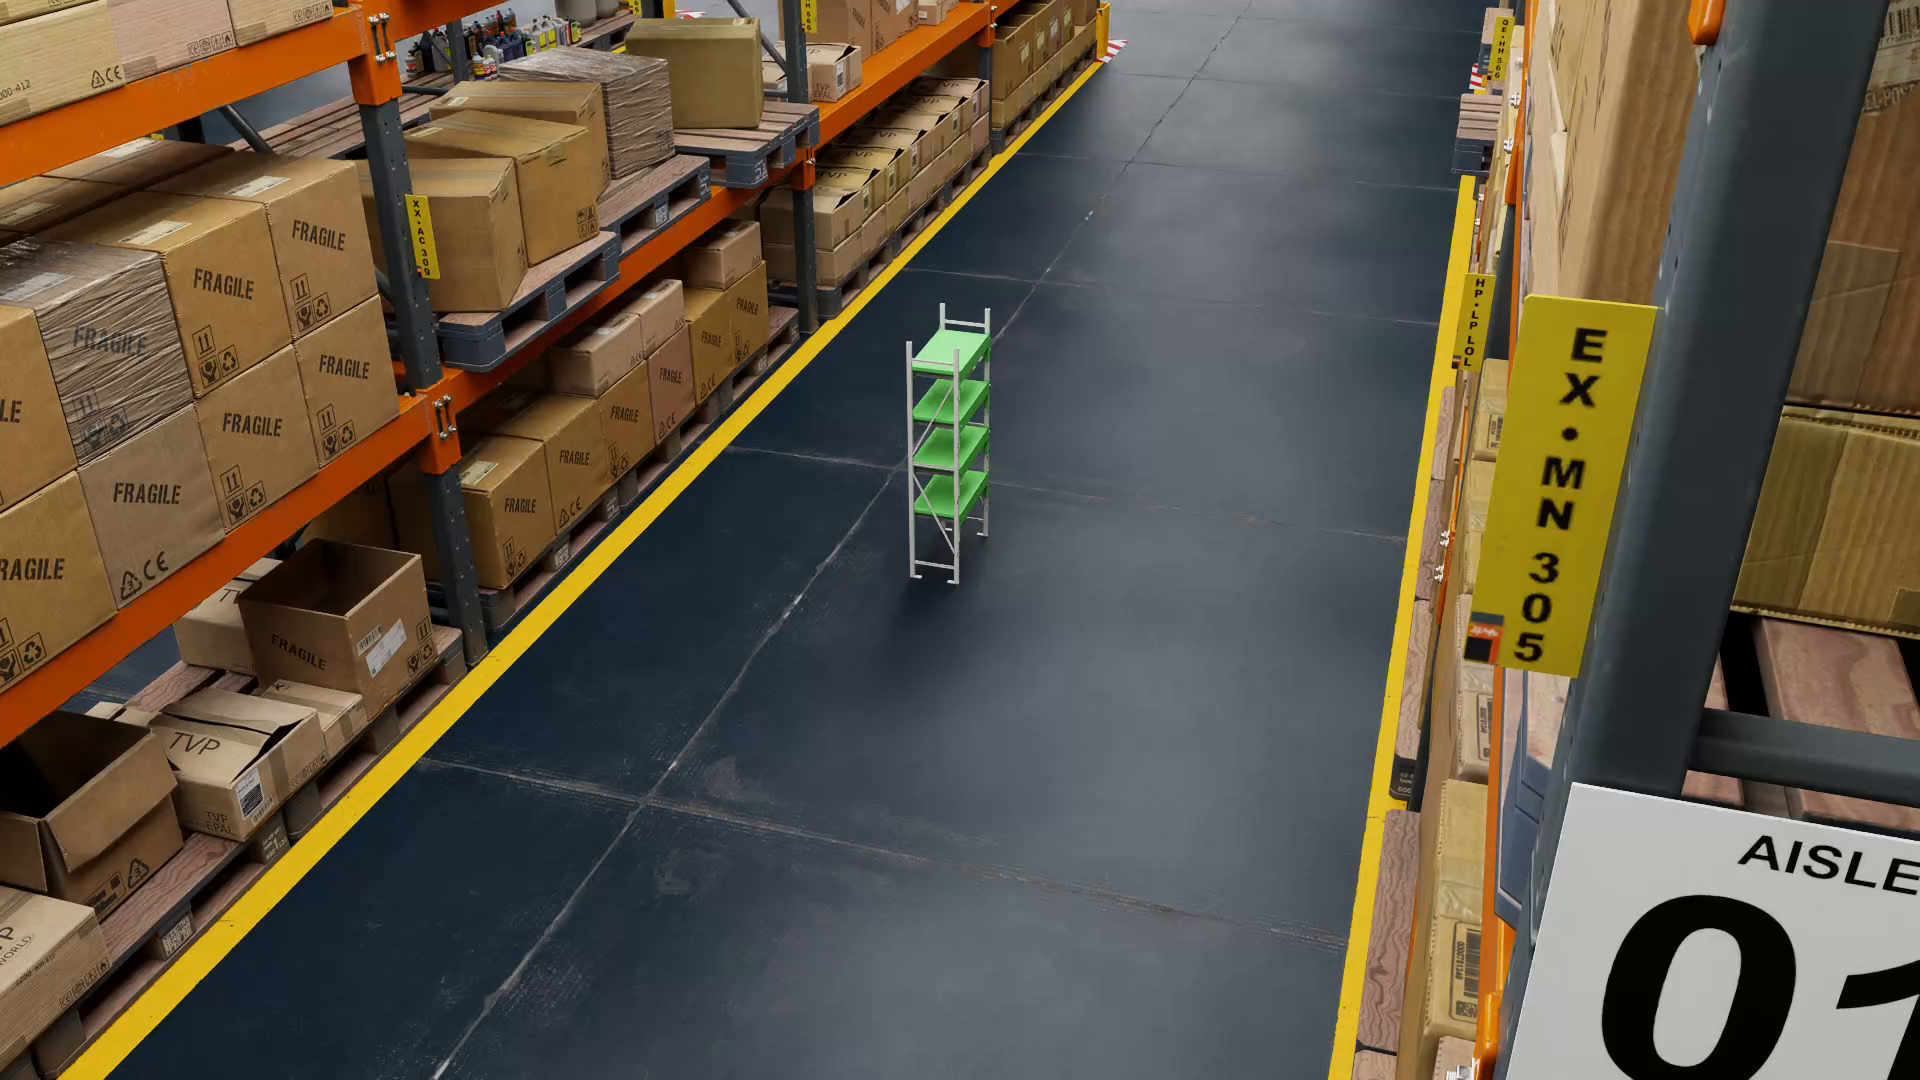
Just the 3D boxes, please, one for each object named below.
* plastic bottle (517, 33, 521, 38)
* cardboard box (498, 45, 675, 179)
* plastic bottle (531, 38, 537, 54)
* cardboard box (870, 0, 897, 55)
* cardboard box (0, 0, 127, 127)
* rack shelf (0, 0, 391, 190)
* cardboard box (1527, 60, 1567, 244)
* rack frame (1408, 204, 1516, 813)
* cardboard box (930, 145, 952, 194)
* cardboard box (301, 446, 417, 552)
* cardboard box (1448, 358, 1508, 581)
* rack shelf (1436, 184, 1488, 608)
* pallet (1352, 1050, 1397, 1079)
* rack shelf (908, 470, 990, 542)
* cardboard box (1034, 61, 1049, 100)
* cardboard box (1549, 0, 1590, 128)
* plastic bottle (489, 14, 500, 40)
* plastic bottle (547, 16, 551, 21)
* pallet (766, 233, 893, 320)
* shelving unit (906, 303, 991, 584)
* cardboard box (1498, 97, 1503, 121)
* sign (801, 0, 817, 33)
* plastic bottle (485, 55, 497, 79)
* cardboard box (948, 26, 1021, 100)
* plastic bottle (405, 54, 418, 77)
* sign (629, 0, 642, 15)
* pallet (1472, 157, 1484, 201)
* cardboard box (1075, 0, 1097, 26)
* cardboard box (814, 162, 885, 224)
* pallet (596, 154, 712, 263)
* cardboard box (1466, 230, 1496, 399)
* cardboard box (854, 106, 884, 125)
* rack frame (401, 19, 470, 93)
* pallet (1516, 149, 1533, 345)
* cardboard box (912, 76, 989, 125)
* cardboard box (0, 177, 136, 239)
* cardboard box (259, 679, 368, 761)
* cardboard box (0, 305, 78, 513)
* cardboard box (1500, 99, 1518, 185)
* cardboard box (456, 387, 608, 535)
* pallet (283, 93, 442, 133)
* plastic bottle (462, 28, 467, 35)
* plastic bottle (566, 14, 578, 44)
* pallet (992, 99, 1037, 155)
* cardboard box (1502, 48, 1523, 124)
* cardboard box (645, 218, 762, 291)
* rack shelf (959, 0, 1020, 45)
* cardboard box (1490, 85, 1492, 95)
[{"bbox_3d":[-4.266,-4.755,16.066,0.097,0.271,0.097,0,29,0],"label":"plastic bottle"},{"bbox_3d":[-1.930,-2.231,8.640,0.700,0.500,0.500,14,32,24],"label":"cardboard box"},{"bbox_3d":[-4.168,-4.779,16.181,0.097,0.201,0.097,0,29,0],"label":"plastic bottle"},{"bbox_3d":[-0.771,-3.781,11.858,0.500,0.500,0.500,9,30,15],"label":"cardboard box"},{"bbox_3d":[-2.760,-1.368,4.693,0.500,0.250,0.500,8,30,15],"label":"cardboard box"},{"bbox_3d":[-3.163,-0.919,4.470,1.077,0.370,4.000,8,30,15],"label":"rack shelf"},{"bbox_3d":[1.247,-0.623,2.818,0.500,0.250,0.500,8,30,13],"label":"cardboard box"},{"bbox_3d":[2.160,-0.146,5.428,1.000,3.000,0.127,8,30,15],"label":"rack frame"},{"bbox_3d":[-0.373,-2.845,12.674,0.500,0.250,0.500,9,30,16],"label":"cardboard box"},{"bbox_3d":[-2.706,-0.222,7.682,0.500,0.500,0.500,8,30,15],"label":"cardboard box"},{"bbox_3d":[1.985,-0.028,4.906,0.980,0.700,0.700,9,30,16],"label":"cardboard box"},{"bbox_3d":[2.747,-0.762,7.273,1.077,0.370,4.000,8,30,15],"label":"rack shelf"},{"bbox_3d":[1.506,1.983,4.468,1.003,0.211,1.213,8,30,15],"label":"pallet"},{"bbox_3d":[-0.049,-0.182,7.968,0.258,0.148,0.480,8,30,15],"label":"rack shelf"},{"bbox_3d":[0.501,-4.187,15.087,0.500,0.250,0.500,8,30,15],"label":"cardboard box"},{"bbox_3d":[1.242,-0.942,2.619,0.500,0.500,0.500,7,30,13],"label":"cardboard box"},{"bbox_3d":[-4.719,-5.179,16.829,0.097,0.271,0.097,0,29,0],"label":"plastic bottle"},{"bbox_3d":[-4.110,-5.128,16.724,0.061,0.283,0.133,8,30,15],"label":"plastic bottle"},{"bbox_3d":[-1.123,-1.869,11.392,1.003,0.211,1.213,8,30,15],"label":"pallet"},{"bbox_3d":[-0.049,-0.447,7.820,0.258,1.200,0.503,8,30,15],"label":"shelving unit"},{"bbox_3d":[2.947,-1.999,8.328,0.500,0.500,0.500,9,30,16],"label":"cardboard box"},{"bbox_3d":[-0.881,-3.109,9.643,0.100,0.325,0.005,8,30,15],"label":"sign"},{"bbox_3d":[-4.390,-4.427,15.549,0.097,0.201,0.097,0,29,0],"label":"plastic bottle"},{"bbox_3d":[0.207,-4.050,14.070,0.500,0.500,0.500,8,30,15],"label":"cardboard box"},{"bbox_3d":[-5.154,-4.460,15.608,0.097,0.201,0.097,0,29,0],"label":"plastic bottle"},{"bbox_3d":[-1.934,-3.294,9.895,0.100,0.325,0.005,8,30,15],"label":"sign"},{"bbox_3d":[4.672,-2.963,13.359,1.003,0.211,1.213,8,30,15],"label":"pallet"},{"bbox_3d":[1.073,-5.446,16.580,0.500,0.500,0.500,8,30,15],"label":"cardboard box"},{"bbox_3d":[-0.822,-2.384,11.270,0.500,0.311,0.500,8,30,14],"label":"cardboard box"},{"bbox_3d":[-1.969,-1.722,8.458,1.003,0.211,1.213,8,30,15],"label":"pallet"},{"bbox_3d":[2.195,-0.818,6.205,0.500,0.500,0.500,9,30,15],"label":"cardboard box"},{"bbox_3d":[-0.890,-3.167,12.678,0.500,0.311,0.500,8,30,13],"label":"cardboard box"},{"bbox_3d":[-4.962,-5.278,14.652,1.000,3.000,0.127,8,30,15],"label":"rack frame"},{"bbox_3d":[1.550,-0.475,3.023,1.003,0.211,1.213,8,30,15],"label":"pallet"},{"bbox_3d":[-0.073,-3.567,13.397,0.500,0.311,0.500,8,30,15],"label":"cardboard box"},{"bbox_3d":[-3.135,-0.914,5.675,0.500,0.500,0.500,8,30,13],"label":"cardboard box"},{"bbox_3d":[-2.525,0.690,6.404,0.380,0.149,0.250,8,30,15],"label":"cardboard box"},{"bbox_3d":[-2.922,-0.354,4.669,0.500,0.500,0.500,8,30,14],"label":"cardboard box"},{"bbox_3d":[2.511,-1.620,6.876,0.500,0.250,0.500,8,30,14],"label":"cardboard box"},{"bbox_3d":[-2.056,-0.391,7.986,0.500,0.500,0.500,9,30,16],"label":"cardboard box"},{"bbox_3d":[-5.156,-3.689,14.664,1.003,0.211,1.213,8,30,15],"label":"pallet"},{"bbox_3d":[-4.898,-4.892,16.231,0.144,0.351,0.185,8,30,15],"label":"plastic bottle"},{"bbox_3d":[-3.925,-5.169,16.798,0.061,0.283,0.133,9,30,16],"label":"plastic bottle"},{"bbox_3d":[0.045,-3.714,14.710,1.003,0.211,1.213,8,30,15],"label":"pallet"},{"bbox_3d":[2.798,-2.091,7.723,0.500,0.250,0.500,8,30,14],"label":"cardboard box"},{"bbox_3d":[-1.465,-1.643,9.466,0.500,0.250,0.500,10,31,17],"label":"cardboard box"},{"bbox_3d":[0.359,-5.184,15.224,1.077,0.370,4.000,8,30,15],"label":"rack shelf"},{"bbox_3d":[4.963,-3.916,14.322,0.700,0.500,0.500,7,30,12],"label":"cardboard box"}]
